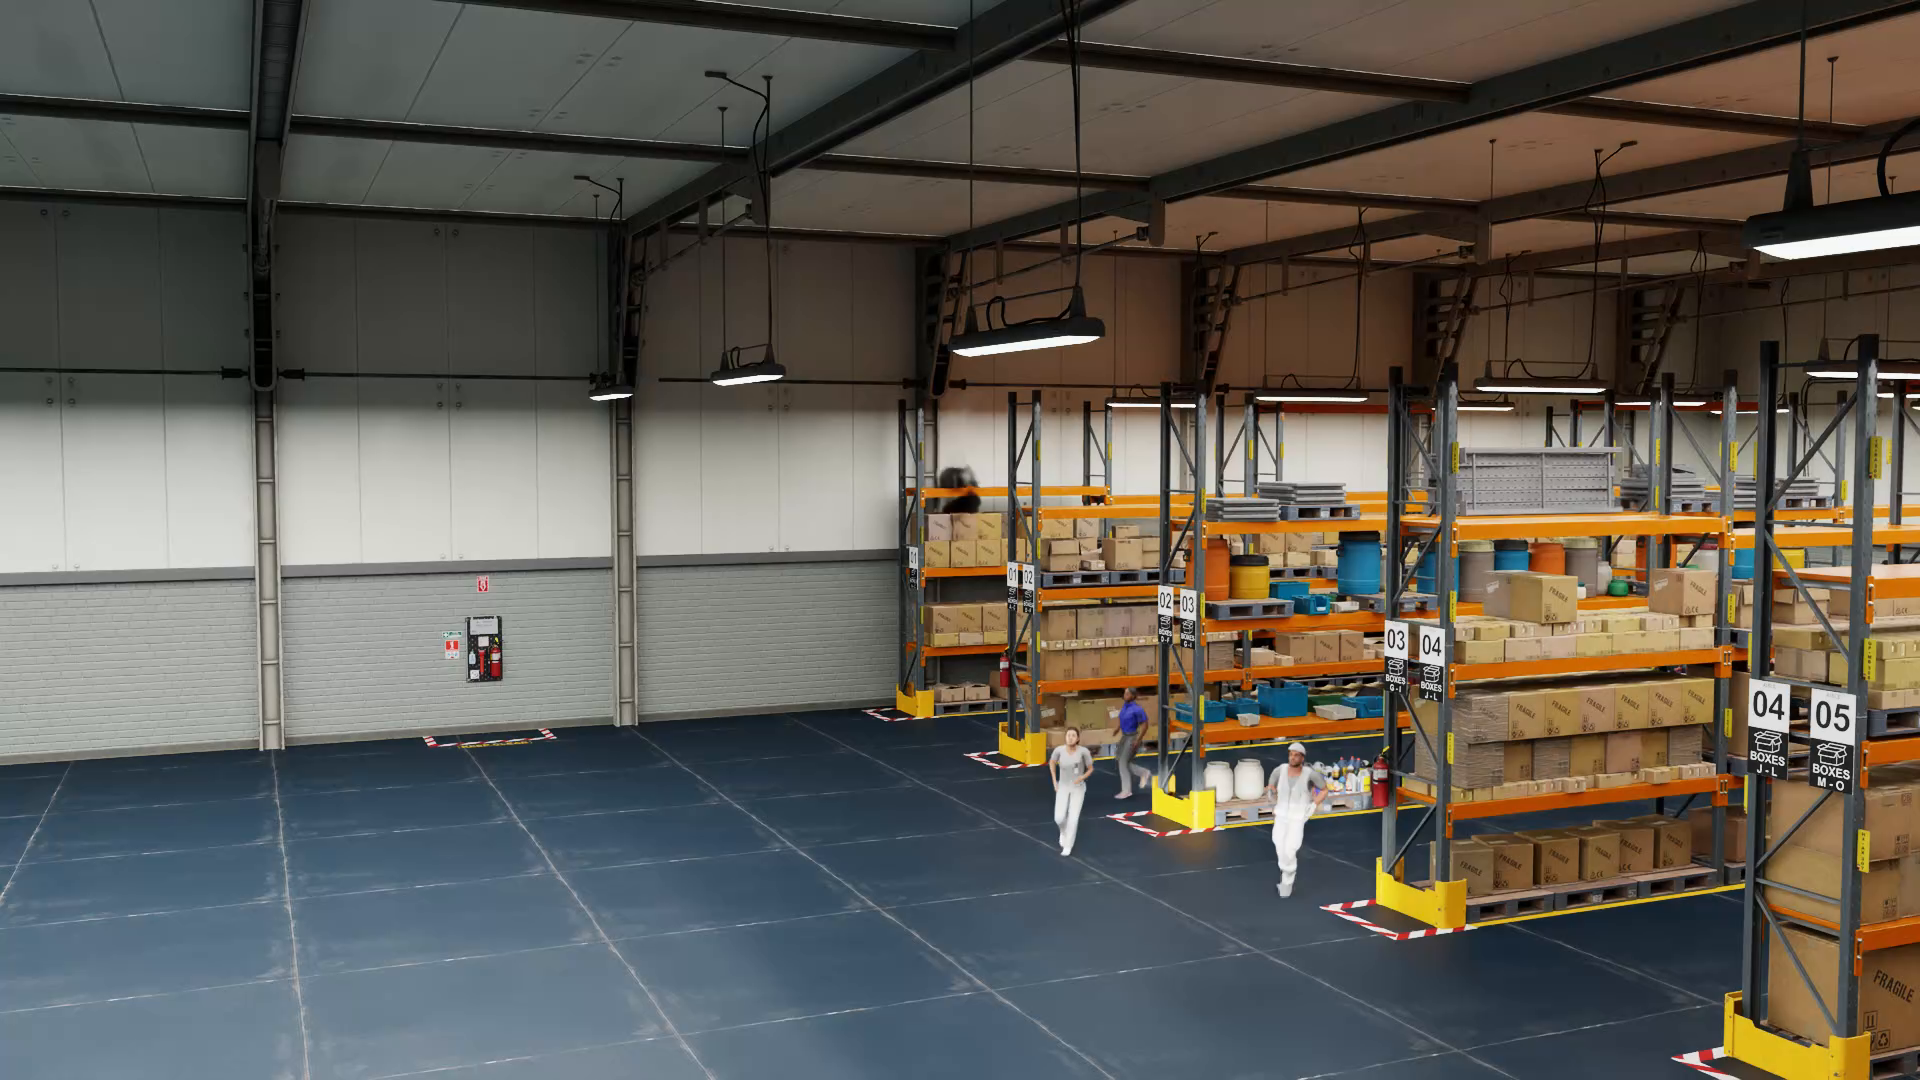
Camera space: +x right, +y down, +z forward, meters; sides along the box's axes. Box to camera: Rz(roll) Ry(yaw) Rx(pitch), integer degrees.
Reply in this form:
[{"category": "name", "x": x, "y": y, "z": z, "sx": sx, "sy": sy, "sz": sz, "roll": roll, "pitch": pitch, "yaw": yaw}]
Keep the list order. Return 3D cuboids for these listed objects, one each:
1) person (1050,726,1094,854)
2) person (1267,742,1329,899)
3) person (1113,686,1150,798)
[{"category": "person", "x": 1.381, "y": 3.133, "z": 20.760, "sx": 0.569, "sy": 1.627, "sz": 0.546, "roll": 1, "pitch": 3, "yaw": 10}, {"category": "person", "x": 3.770, "y": 3.184, "z": 18.841, "sx": 0.656, "sy": 1.799, "sz": 0.700, "roll": 2, "pitch": 4, "yaw": 34}, {"category": "person", "x": 2.523, "y": 2.946, "z": 24.289, "sx": 0.598, "sy": 1.633, "sz": 0.612, "roll": -1, "pitch": 4, "yaw": -22}]
